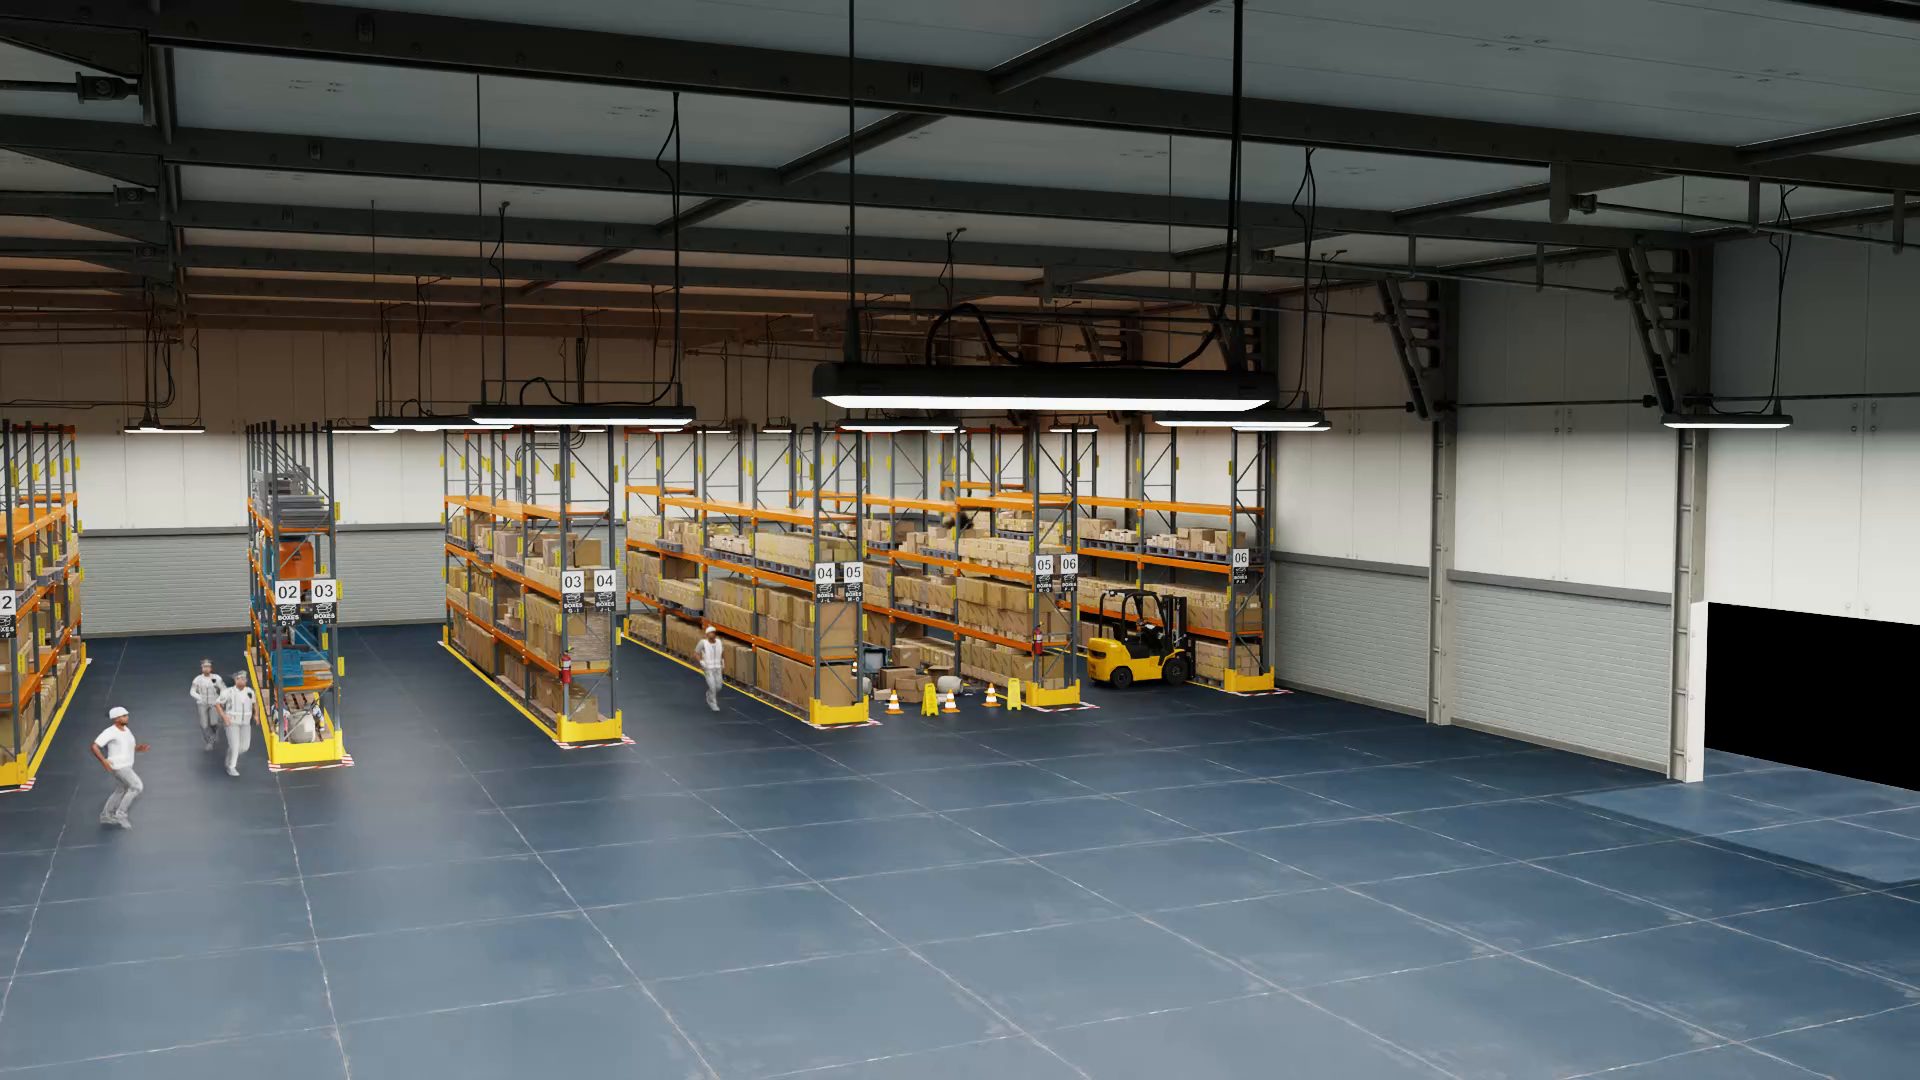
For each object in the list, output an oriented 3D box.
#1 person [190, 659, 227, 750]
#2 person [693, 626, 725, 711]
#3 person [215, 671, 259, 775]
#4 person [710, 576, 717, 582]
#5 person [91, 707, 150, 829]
[{"bbox_3d":[-13.705,3.003,30.327,0.607,1.659,0.541,-1,4,-21],"label":"person"},{"bbox_3d":[-5.223,2.672,34.733,0.683,1.749,0.684,-3,4,-35],"label":"person"},{"bbox_3d":[-12.298,3.097,28.331,0.539,1.738,0.722,3,5,40],"label":"person"},{"bbox_3d":[-7.166,1.885,48.161,0.547,1.712,0.721,-3,5,-38],"label":"person"},{"bbox_3d":[-12.213,3.326,24.272,0.714,1.785,0.672,-1,4,-9],"label":"person"}]
